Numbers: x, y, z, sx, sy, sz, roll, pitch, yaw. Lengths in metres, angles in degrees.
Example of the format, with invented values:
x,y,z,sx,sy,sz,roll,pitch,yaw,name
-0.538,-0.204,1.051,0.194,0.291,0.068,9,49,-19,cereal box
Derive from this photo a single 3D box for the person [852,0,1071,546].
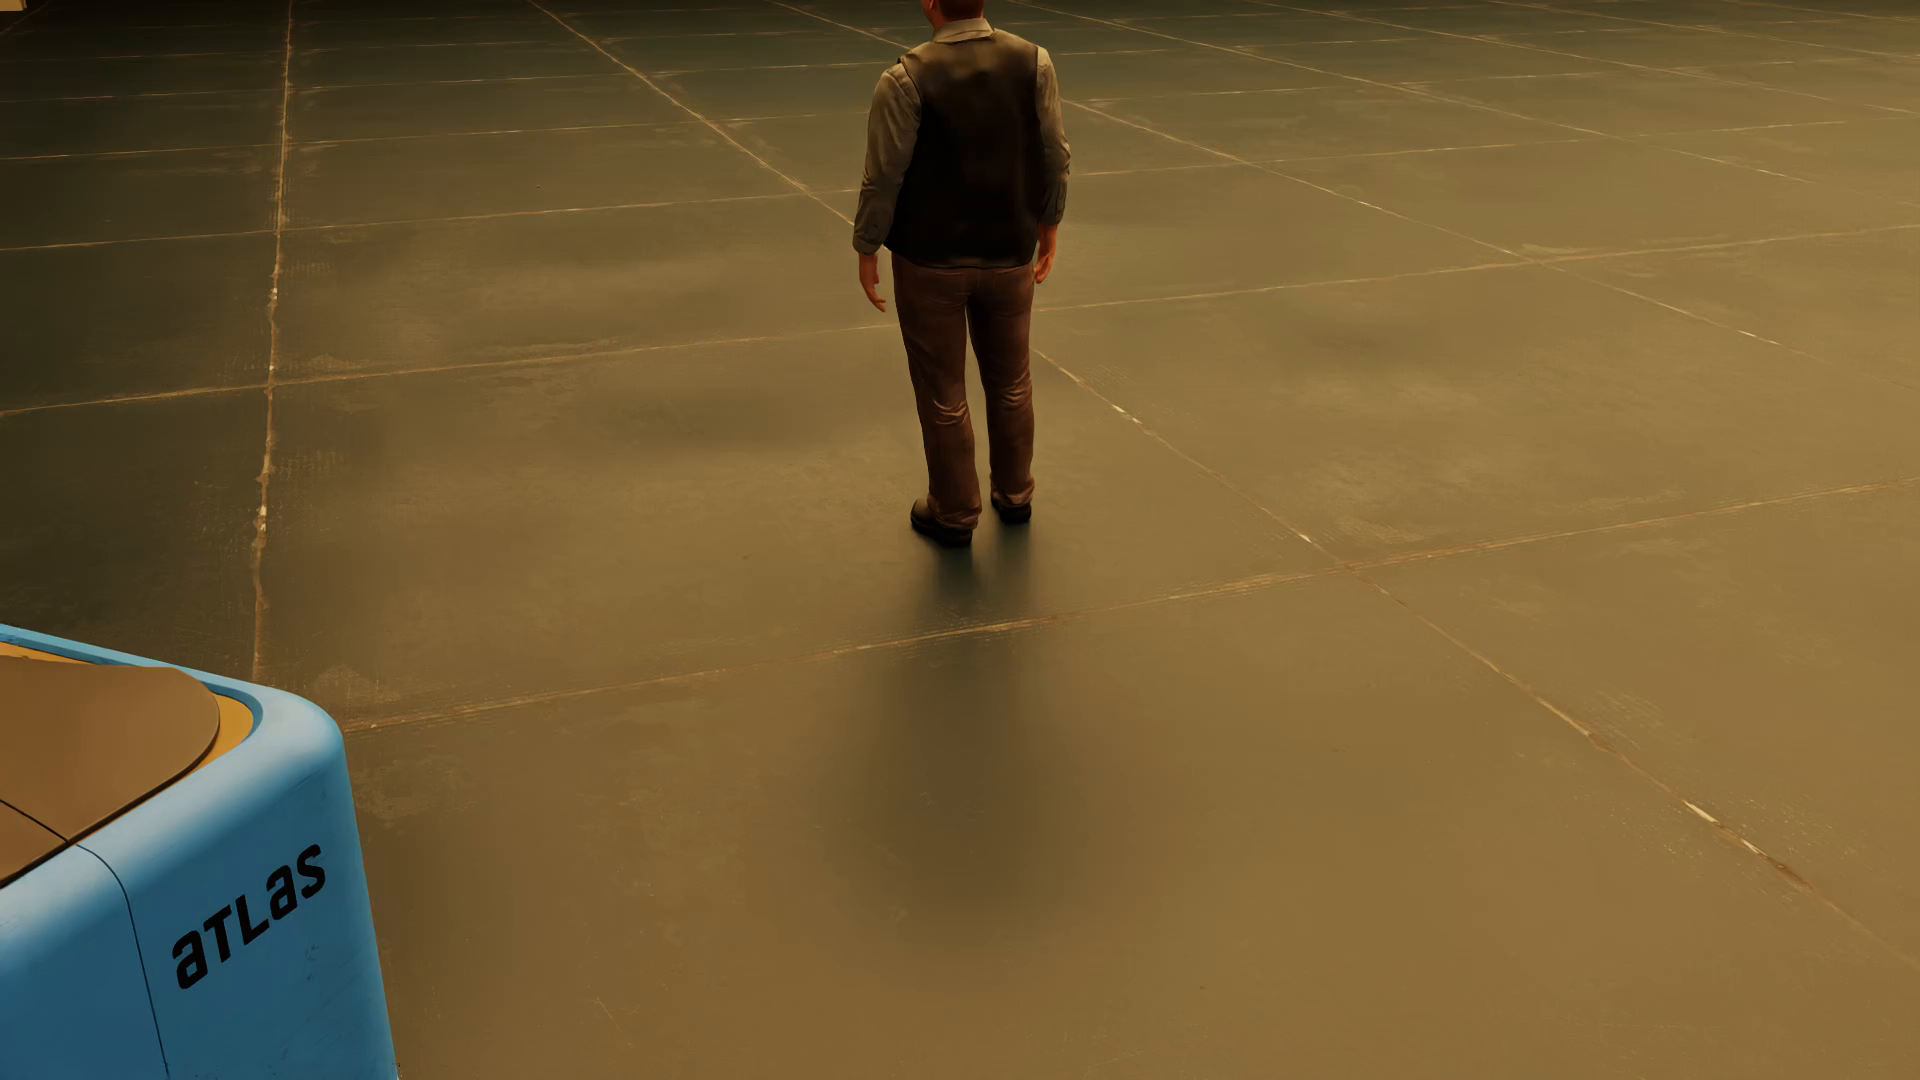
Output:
x,y,z,sx,sy,sz,roll,pitch,yaw,name
-0.015,-0.824,4.800,0.634,1.722,0.566,-8,24,-18,person
